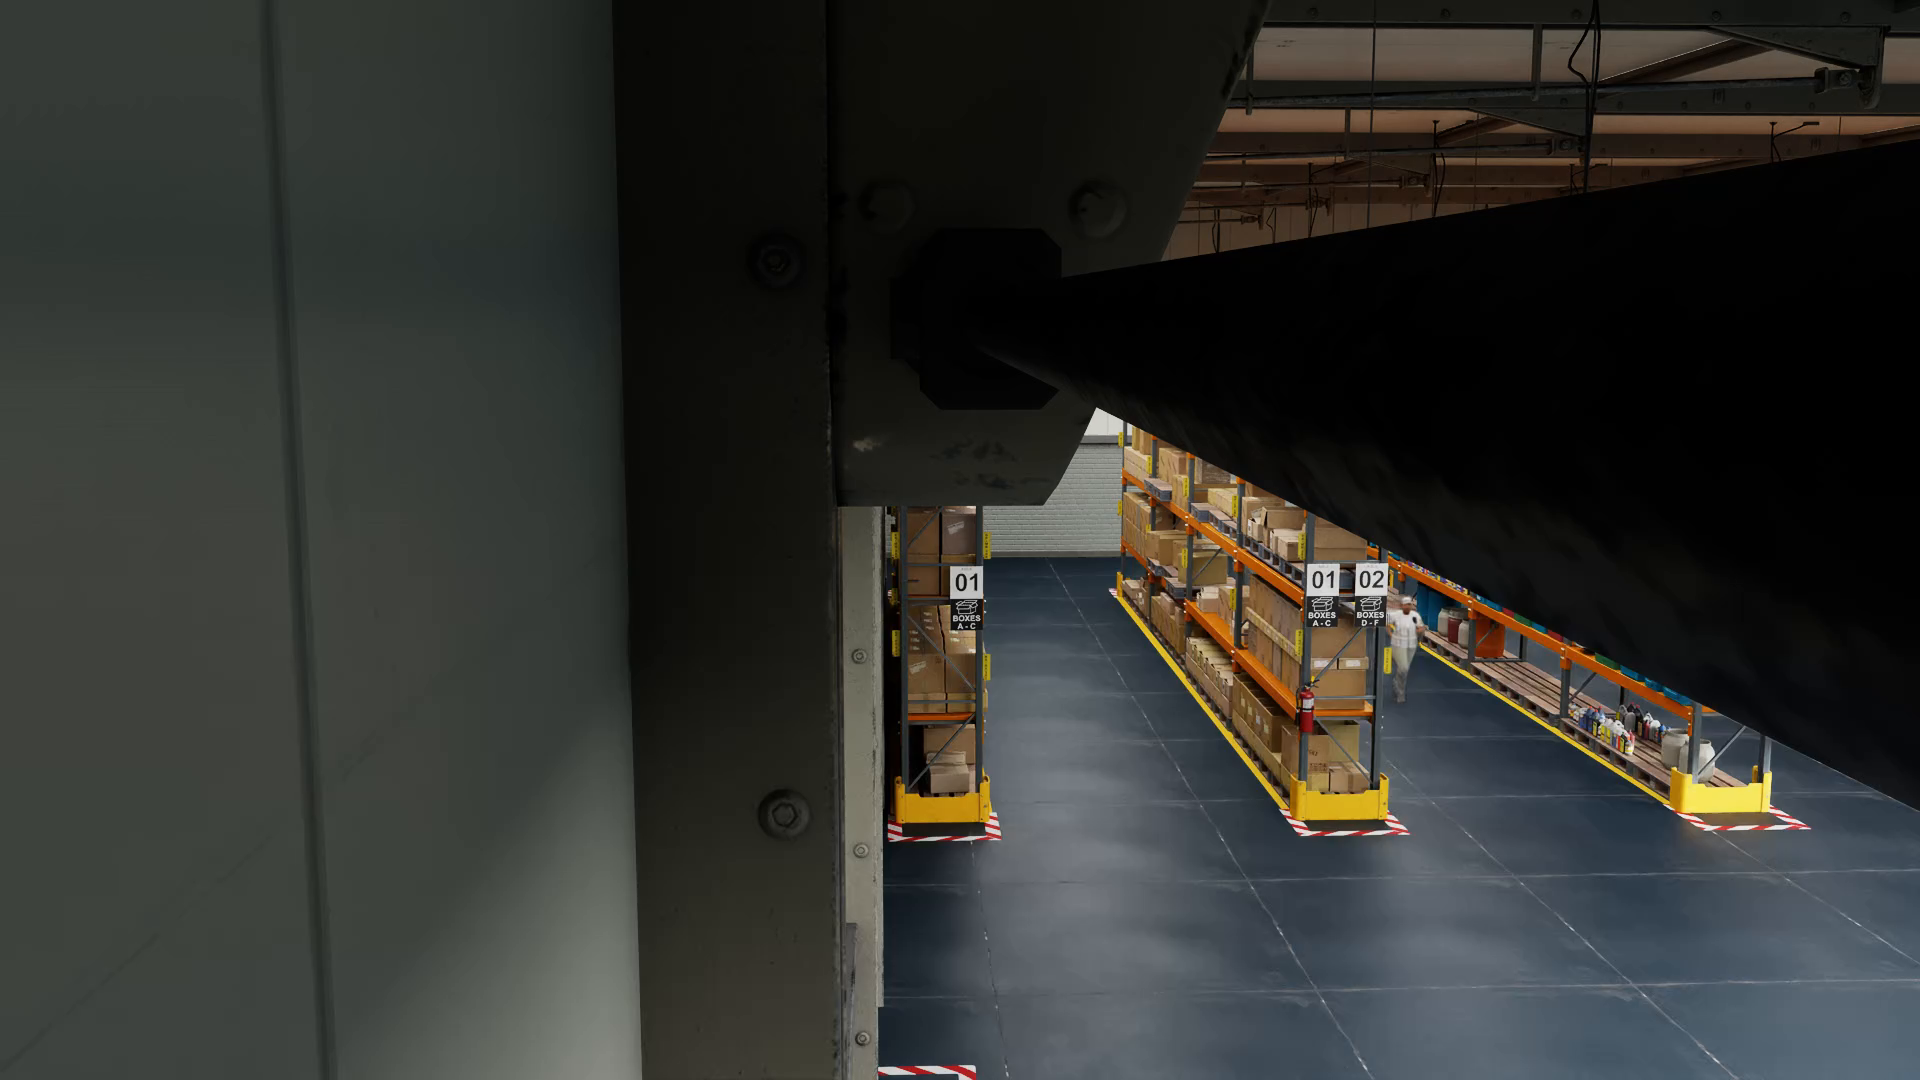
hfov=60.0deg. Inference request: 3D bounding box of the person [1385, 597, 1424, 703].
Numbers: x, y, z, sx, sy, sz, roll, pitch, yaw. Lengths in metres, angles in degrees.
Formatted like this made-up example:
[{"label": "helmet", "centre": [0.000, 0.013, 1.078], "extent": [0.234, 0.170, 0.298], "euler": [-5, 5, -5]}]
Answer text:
[{"label": "person", "centre": [7.195, 1.766, 26.884], "extent": [0.574, 1.728, 0.754], "euler": [-1, 8, -8]}]
